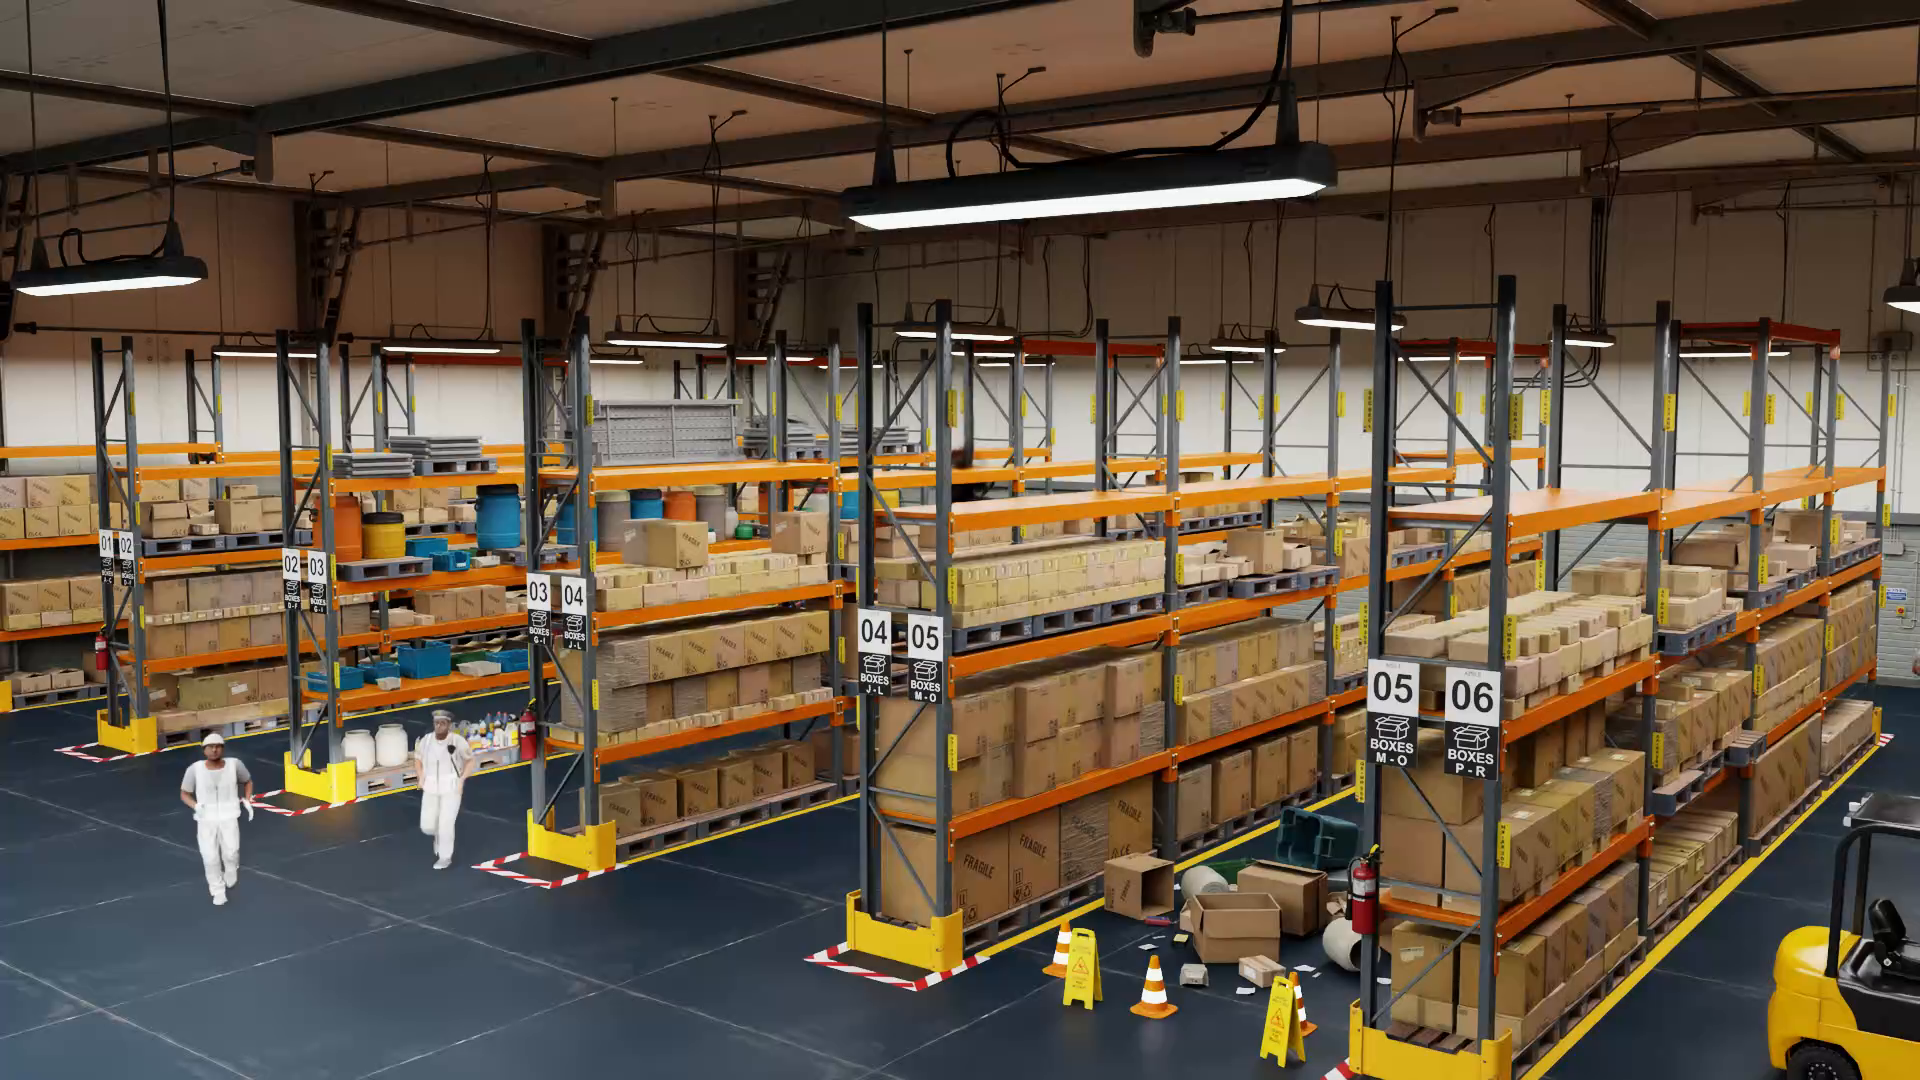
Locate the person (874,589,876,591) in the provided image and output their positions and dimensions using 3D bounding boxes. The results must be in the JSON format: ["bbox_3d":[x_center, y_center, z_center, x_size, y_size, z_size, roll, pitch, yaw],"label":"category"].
[{"bbox_3d":[-1.871,1.293,34.706,0.653,1.685,0.646,2,5,22],"label":"person"}]

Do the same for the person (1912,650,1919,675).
[{"bbox_3d":[14.411,2.160,24.534,0.694,1.773,0.641,1,5,10],"label":"person"}]

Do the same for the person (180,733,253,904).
[{"bbox_3d":[-7.546,2.831,16.908,0.683,1.737,0.595,-2,5,-25],"label":"person"}]

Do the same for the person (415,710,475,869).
[{"bbox_3d":[-5.672,2.707,18.290,0.656,1.738,0.623,0,5,-2],"label":"person"}]
